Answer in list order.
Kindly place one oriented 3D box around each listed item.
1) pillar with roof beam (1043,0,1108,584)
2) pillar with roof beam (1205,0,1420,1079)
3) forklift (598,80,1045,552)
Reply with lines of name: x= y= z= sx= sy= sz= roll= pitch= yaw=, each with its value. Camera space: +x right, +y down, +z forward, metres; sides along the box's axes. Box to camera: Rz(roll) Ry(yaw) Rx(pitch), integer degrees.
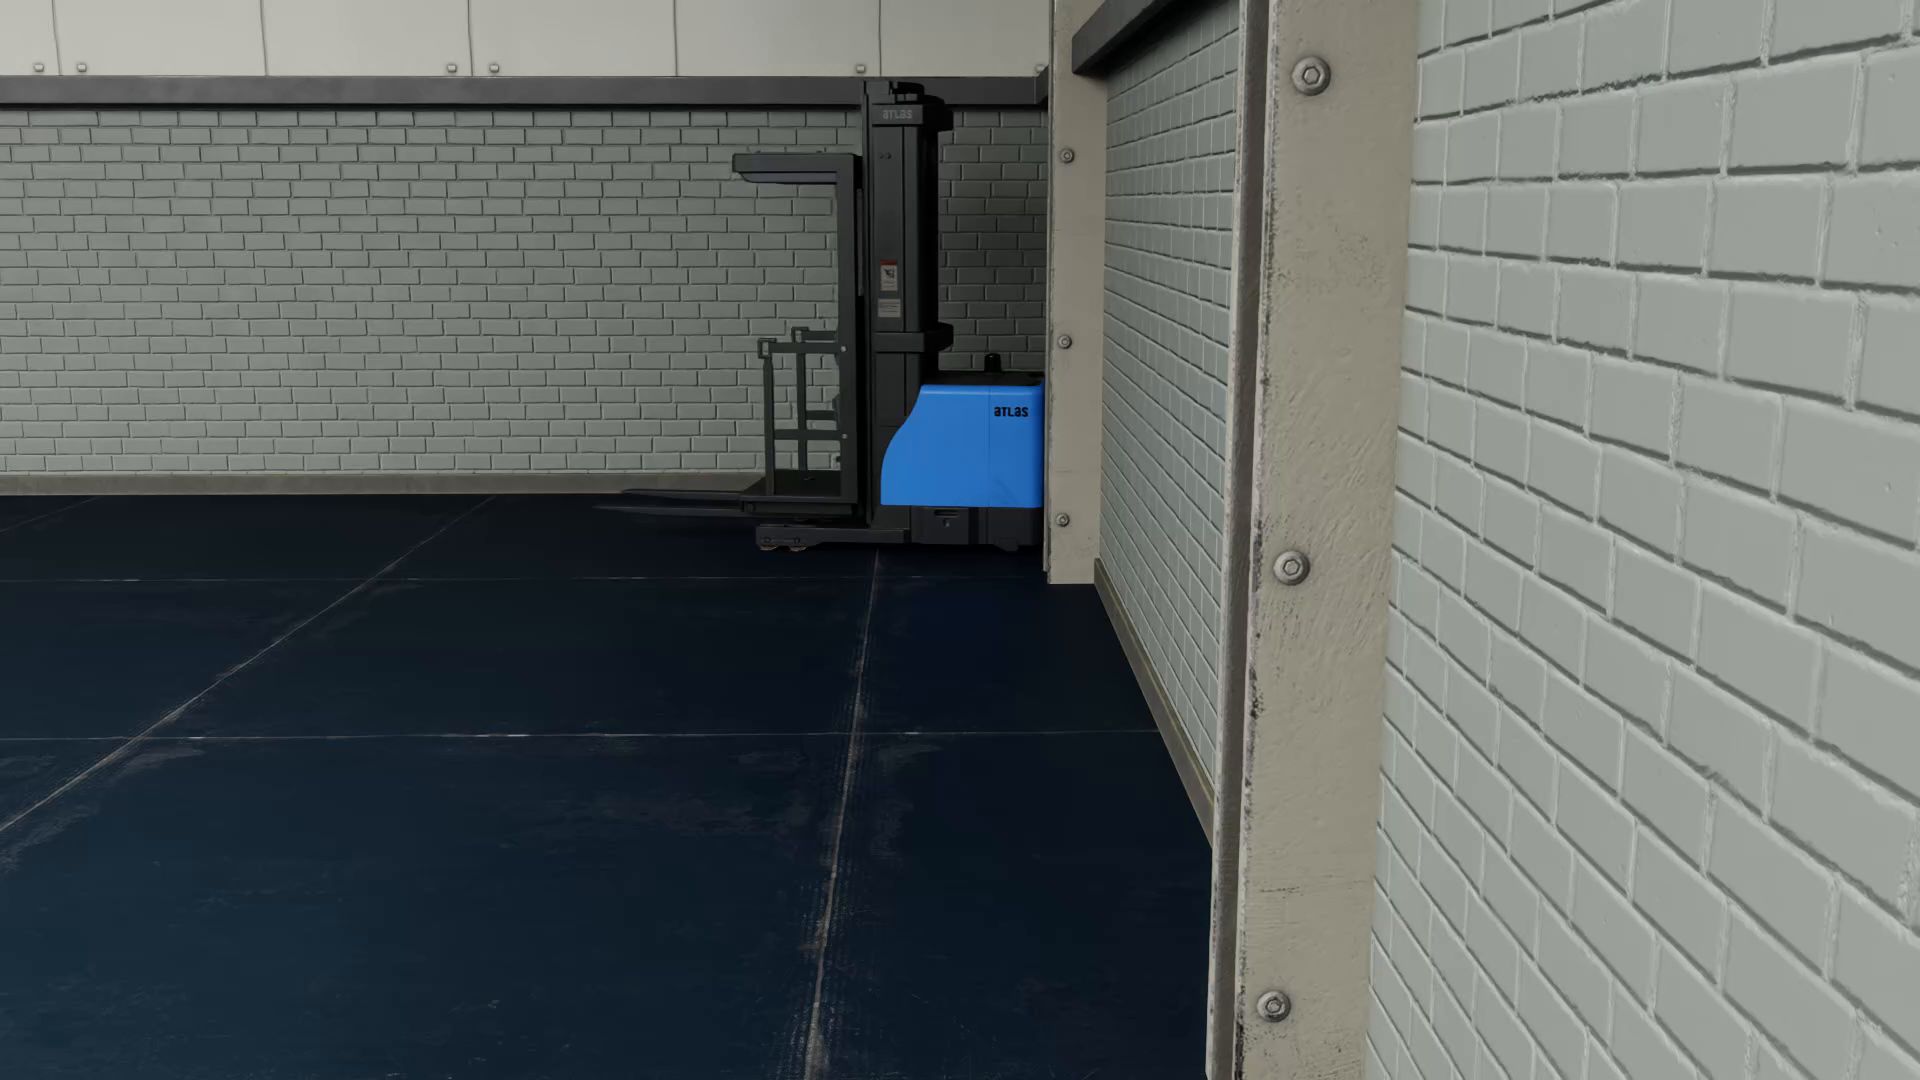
pillar with roof beam: x=-3.635 y=-4.176 z=9.009 sx=9.100 sy=9.000 sz=0.400 roll=0 pitch=11 yaw=-1
pillar with roof beam: x=-3.511 y=-2.983 z=3.130 sx=9.100 sy=9.000 sz=0.400 roll=0 pitch=11 yaw=-1
forklift: x=-0.852 y=-1.465 z=10.910 sx=3.031 sy=2.935 sz=1.130 roll=1 pitch=12 yaw=7
